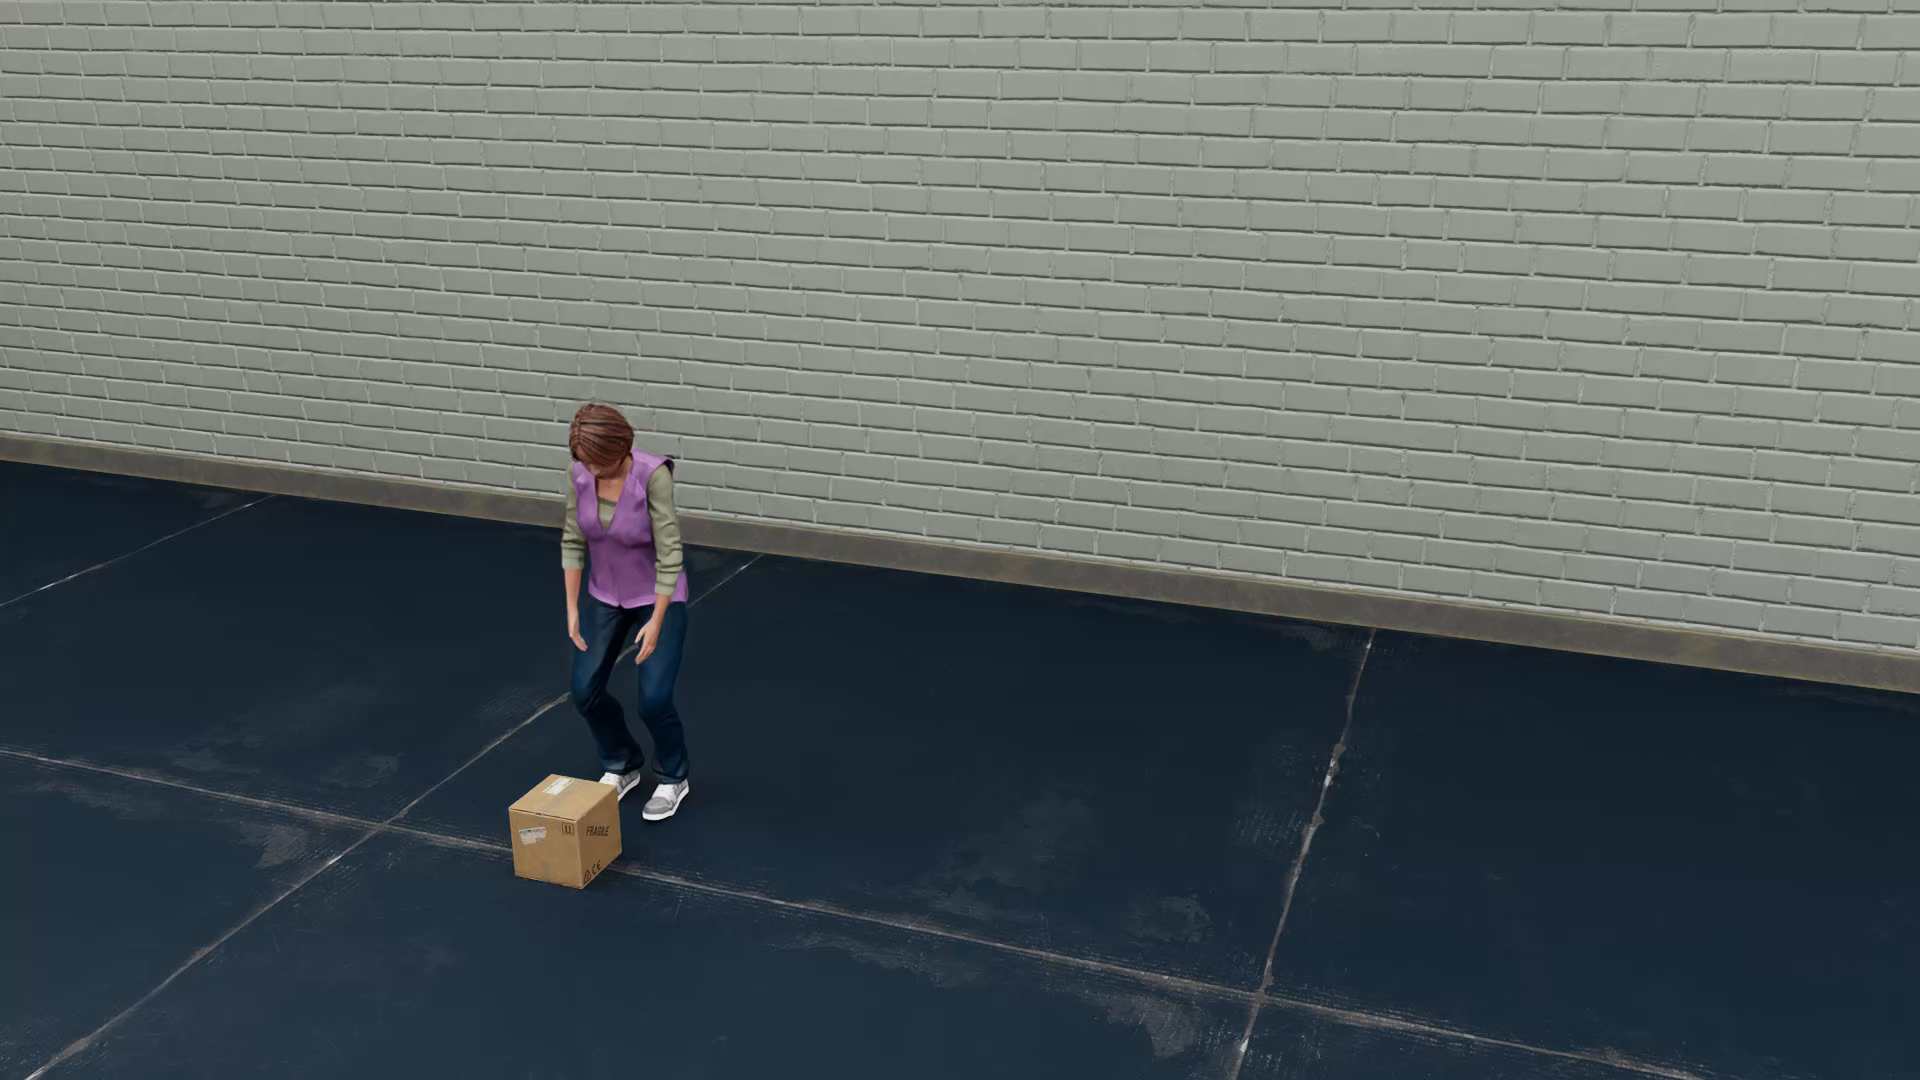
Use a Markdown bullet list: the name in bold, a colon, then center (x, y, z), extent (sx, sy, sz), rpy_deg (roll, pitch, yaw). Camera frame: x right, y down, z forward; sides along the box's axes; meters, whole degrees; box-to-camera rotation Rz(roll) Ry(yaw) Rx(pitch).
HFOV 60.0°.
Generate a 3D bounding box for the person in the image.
- **person**: center (-6.173, -0.676, 5.596), extent (10.164, 3.201, 3.464), rpy_deg (7, 20, 19)
